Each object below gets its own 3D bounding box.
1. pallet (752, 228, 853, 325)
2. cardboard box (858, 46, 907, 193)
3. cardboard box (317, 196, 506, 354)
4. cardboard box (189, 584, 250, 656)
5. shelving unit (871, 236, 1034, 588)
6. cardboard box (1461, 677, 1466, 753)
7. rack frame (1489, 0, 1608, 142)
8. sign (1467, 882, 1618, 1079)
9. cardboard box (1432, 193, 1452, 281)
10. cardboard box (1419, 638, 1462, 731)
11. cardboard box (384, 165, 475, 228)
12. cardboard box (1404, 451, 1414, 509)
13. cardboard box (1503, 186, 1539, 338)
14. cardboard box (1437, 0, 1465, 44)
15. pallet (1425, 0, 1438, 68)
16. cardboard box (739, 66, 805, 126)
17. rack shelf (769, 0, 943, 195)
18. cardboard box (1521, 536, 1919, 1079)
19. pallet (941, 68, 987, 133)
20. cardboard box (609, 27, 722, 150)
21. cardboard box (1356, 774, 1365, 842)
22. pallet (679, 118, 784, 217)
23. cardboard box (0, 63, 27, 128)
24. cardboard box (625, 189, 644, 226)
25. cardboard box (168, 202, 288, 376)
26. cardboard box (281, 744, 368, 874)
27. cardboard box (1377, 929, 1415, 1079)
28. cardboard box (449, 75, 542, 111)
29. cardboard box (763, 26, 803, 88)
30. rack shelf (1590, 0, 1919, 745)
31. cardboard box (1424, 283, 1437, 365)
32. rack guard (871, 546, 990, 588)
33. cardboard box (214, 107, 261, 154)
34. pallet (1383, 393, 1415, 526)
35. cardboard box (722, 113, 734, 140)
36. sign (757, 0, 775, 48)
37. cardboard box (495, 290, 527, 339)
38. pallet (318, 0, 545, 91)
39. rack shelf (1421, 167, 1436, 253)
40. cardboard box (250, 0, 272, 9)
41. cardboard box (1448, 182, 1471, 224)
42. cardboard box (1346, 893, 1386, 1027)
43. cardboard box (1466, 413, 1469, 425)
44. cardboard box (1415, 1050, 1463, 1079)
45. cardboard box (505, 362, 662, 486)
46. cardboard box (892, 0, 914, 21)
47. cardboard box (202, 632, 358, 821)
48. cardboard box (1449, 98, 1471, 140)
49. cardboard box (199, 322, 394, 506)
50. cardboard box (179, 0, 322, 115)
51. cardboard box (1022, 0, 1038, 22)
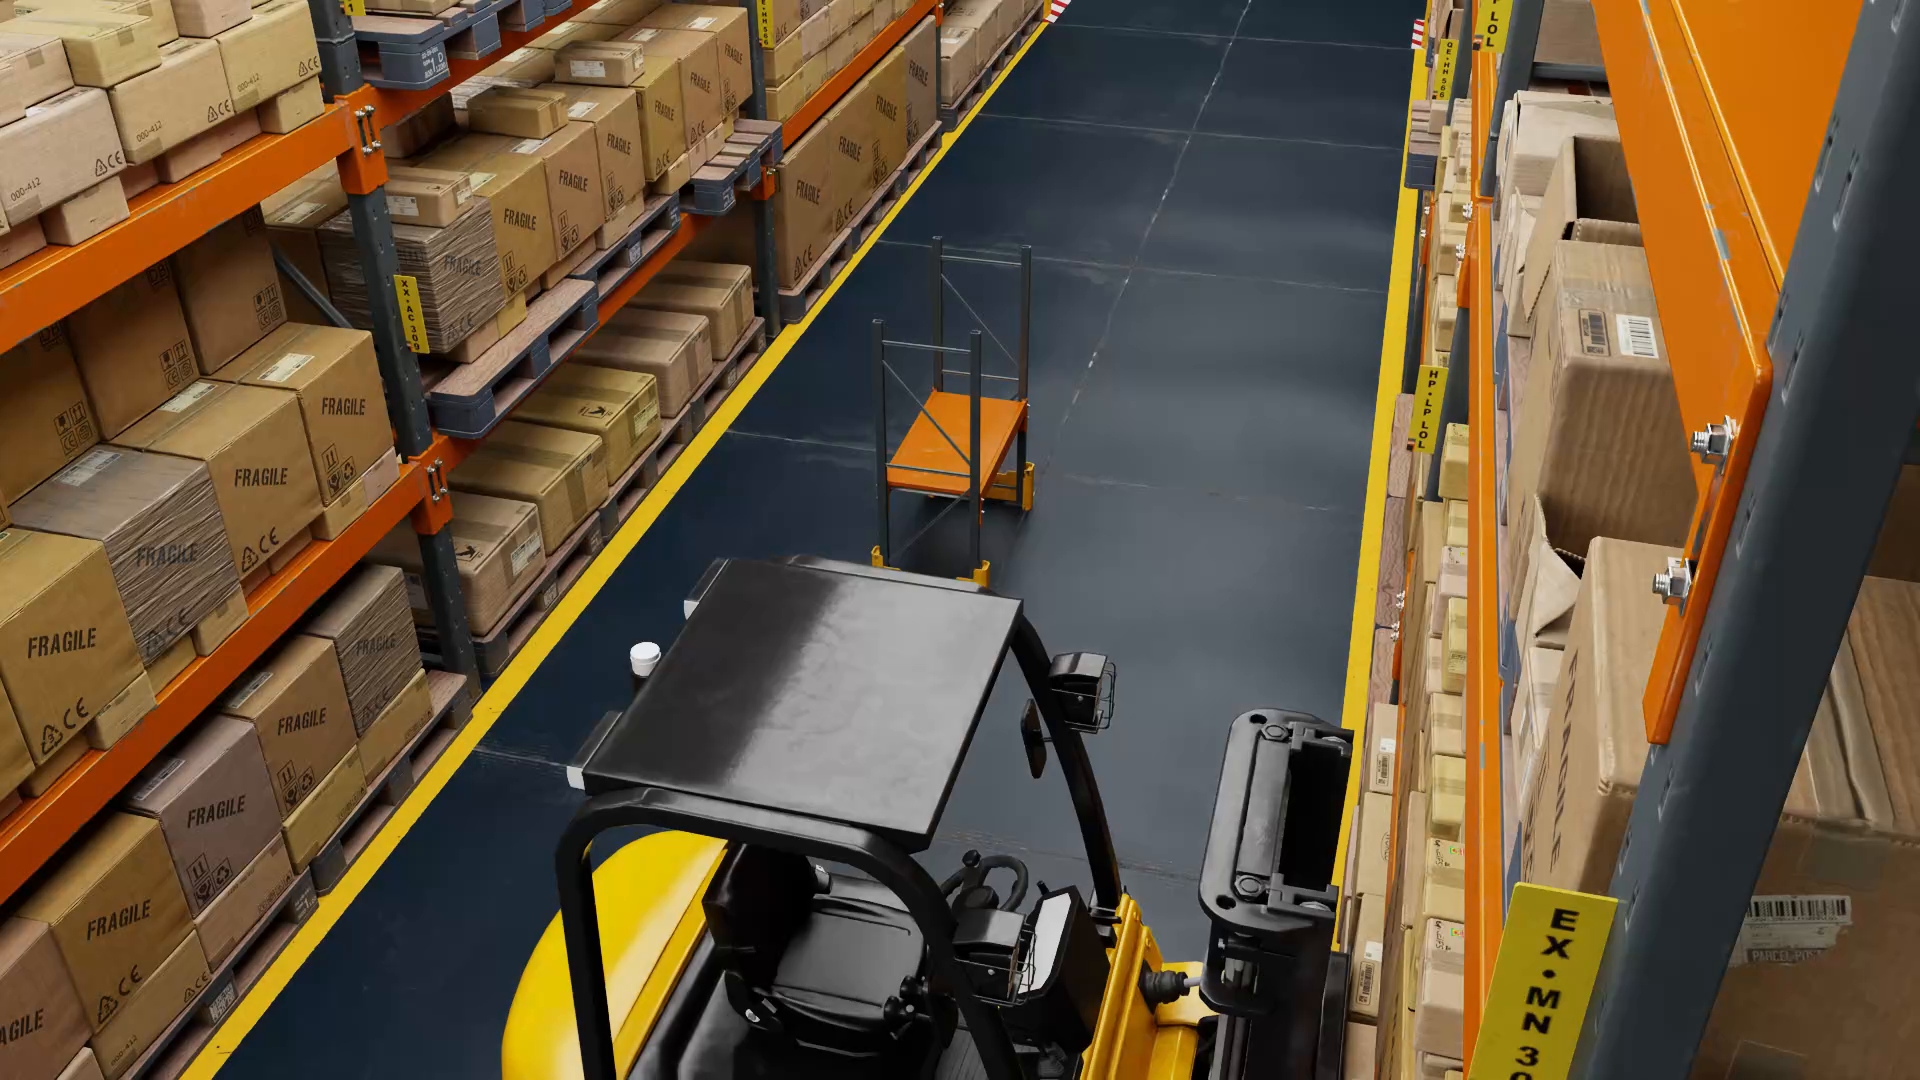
[{"bbox_3d":[-1.398,-1.889,11.524,1.003,0.211,1.213,8,33,12],"label":"pallet"},{"bbox_3d":[-0.958,-3.220,12.609,0.875,0.875,0.875,9,34,14],"label":"cardboard box"},{"bbox_3d":[-2.290,-1.140,6.985,0.500,0.500,0.500,9,33,14],"label":"cardboard box"},{"bbox_3d":[-2.728,0.251,5.793,0.380,0.149,0.250,8,33,12],"label":"cardboard box"},{"bbox_3d":[-0.019,-0.593,8.285,0.587,1.500,1.083,8,33,12],"label":"shelving unit"},{"bbox_3d":[1.497,0.446,4.278,0.380,0.149,0.250,8,33,12],"label":"cardboard box"},{"bbox_3d":[2.116,-2.449,4.214,1.000,3.000,0.127,8,33,12],"label":"rack frame"},{"bbox_3d":[0.579,0.472,1.665,0.100,0.325,0.005,8,33,12],"label":"sign"},{"bbox_3d":[2.503,-1.415,7.853,0.500,0.250,0.500,7,33,11],"label":"cardboard box"},{"bbox_3d":[1.475,0.424,4.589,0.380,0.149,0.250,8,33,12],"label":"cardboard box"},{"bbox_3d":[-2.225,-1.405,6.798,0.380,0.149,0.250,8,33,12],"label":"cardboard box"},{"bbox_3d":[2.801,-0.506,8.572,0.875,0.625,0.625,9,34,14],"label":"cardboard box"},{"bbox_3d":[1.445,-0.617,3.769,0.396,0.266,0.258,7,33,11],"label":"cardboard box"},{"bbox_3d":[3.366,-3.086,10.320,0.797,0.503,0.637,7,33,11],"label":"cardboard box"},{"bbox_3d":[3.837,-3.588,11.776,1.003,0.211,1.213,8,33,12],"label":"pallet"},{"bbox_3d":[-1.304,-2.823,10.534,0.500,0.250,0.500,7,33,12],"label":"cardboard box"},{"bbox_3d":[-1.164,-3.401,11.974,1.077,0.370,4.000,8,33,12],"label":"rack shelf"},{"bbox_3d":[0.977,0.368,2.001,0.500,0.500,0.500,9,34,14],"label":"cardboard box"},{"bbox_3d":[-0.388,-3.949,14.766,1.003,0.211,1.213,8,33,12],"label":"pallet"},{"bbox_3d":[-1.639,-2.468,9.074,0.500,0.500,0.500,7,33,12],"label":"cardboard box"},{"bbox_3d":[1.694,1.064,5.986,0.500,0.250,0.500,8,33,12],"label":"cardboard box"},{"bbox_3d":[-1.749,-2.201,9.595,1.213,0.211,1.003,8,33,12],"label":"pallet"},{"bbox_3d":[-2.820,-1.211,4.553,0.380,0.149,0.250,8,33,13],"label":"cardboard box"},{"bbox_3d":[-1.844,-1.721,8.504,0.380,0.149,0.250,7,33,11],"label":"cardboard box"},{"bbox_3d":[-3.008,-0.982,6.196,0.700,0.500,0.500,8,33,12],"label":"cardboard box"},{"bbox_3d":[-2.702,1.013,6.531,0.500,0.250,0.500,7,33,11],"label":"cardboard box"},{"bbox_3d":[1.242,1.291,3.829,0.500,0.500,0.500,7,33,11],"label":"cardboard box"},{"bbox_3d":[-2.398,-2.003,8.343,0.500,0.500,0.500,7,33,11],"label":"cardboard box"},{"bbox_3d":[-1.304,-3.044,10.415,0.500,0.250,0.500,8,33,12],"label":"cardboard box"},{"bbox_3d":[1.608,-0.938,2.882,1.077,0.370,4.000,8,33,12],"label":"rack shelf"},{"bbox_3d":[2.392,-0.935,7.564,0.500,0.250,0.500,9,34,14],"label":"cardboard box"},{"bbox_3d":[-0.146,0.192,8.214,0.587,0.250,0.087,8,33,12],"label":"rack guard"},{"bbox_3d":[-2.621,-1.426,5.636,0.380,0.149,0.250,8,33,13],"label":"cardboard box"},{"bbox_3d":[2.884,-0.394,9.173,1.003,0.211,1.213,8,33,12],"label":"pallet"},{"bbox_3d":[-1.525,-2.387,9.551,0.380,0.149,0.250,9,33,13],"label":"cardboard box"},{"bbox_3d":[-1.144,-3.053,9.751,0.100,0.325,0.005,8,33,12],"label":"sign"},{"bbox_3d":[-2.169,-1.034,7.424,0.380,0.149,0.250,9,33,13],"label":"cardboard box"},{"bbox_3d":[-2.427,-2.083,6.610,1.213,0.211,1.003,8,33,12],"label":"pallet"},{"bbox_3d":[3.638,-2.727,10.914,1.077,0.370,4.000,8,33,12],"label":"rack shelf"},{"bbox_3d":[-2.556,-1.893,5.627,0.380,0.149,0.250,9,33,13],"label":"cardboard box"},{"bbox_3d":[2.448,-1.512,7.635,0.380,0.149,0.250,9,33,13],"label":"cardboard box"},{"bbox_3d":[1.435,1.376,5.029,0.500,0.250,0.500,9,34,14],"label":"cardboard box"},{"bbox_3d":[1.988,-0.440,5.949,0.380,0.149,0.250,9,34,14],"label":"cardboard box"},{"bbox_3d":[1.175,1.090,3.542,0.380,0.149,0.250,7,33,11],"label":"cardboard box"},{"bbox_3d":[-2.202,-0.666,9.060,0.950,0.372,0.625,9,34,14],"label":"cardboard box"},{"bbox_3d":[-0.657,-4.148,12.618,0.500,0.250,0.500,8,33,12],"label":"cardboard box"},{"bbox_3d":[-2.704,0.684,6.351,0.500,0.500,0.500,9,33,13],"label":"cardboard box"},{"bbox_3d":[2.765,-2.183,8.691,0.380,0.149,0.250,9,34,14],"label":"cardboard box"},{"bbox_3d":[-2.559,-0.494,6.361,0.500,0.500,0.500,7,33,11],"label":"cardboard box"},{"bbox_3d":[-2.539,-1.652,5.620,0.500,0.250,0.500,8,33,12],"label":"cardboard box"},{"bbox_3d":[0.288,-5.558,16.693,0.875,0.438,0.875,7,33,11],"label":"cardboard box"}]
